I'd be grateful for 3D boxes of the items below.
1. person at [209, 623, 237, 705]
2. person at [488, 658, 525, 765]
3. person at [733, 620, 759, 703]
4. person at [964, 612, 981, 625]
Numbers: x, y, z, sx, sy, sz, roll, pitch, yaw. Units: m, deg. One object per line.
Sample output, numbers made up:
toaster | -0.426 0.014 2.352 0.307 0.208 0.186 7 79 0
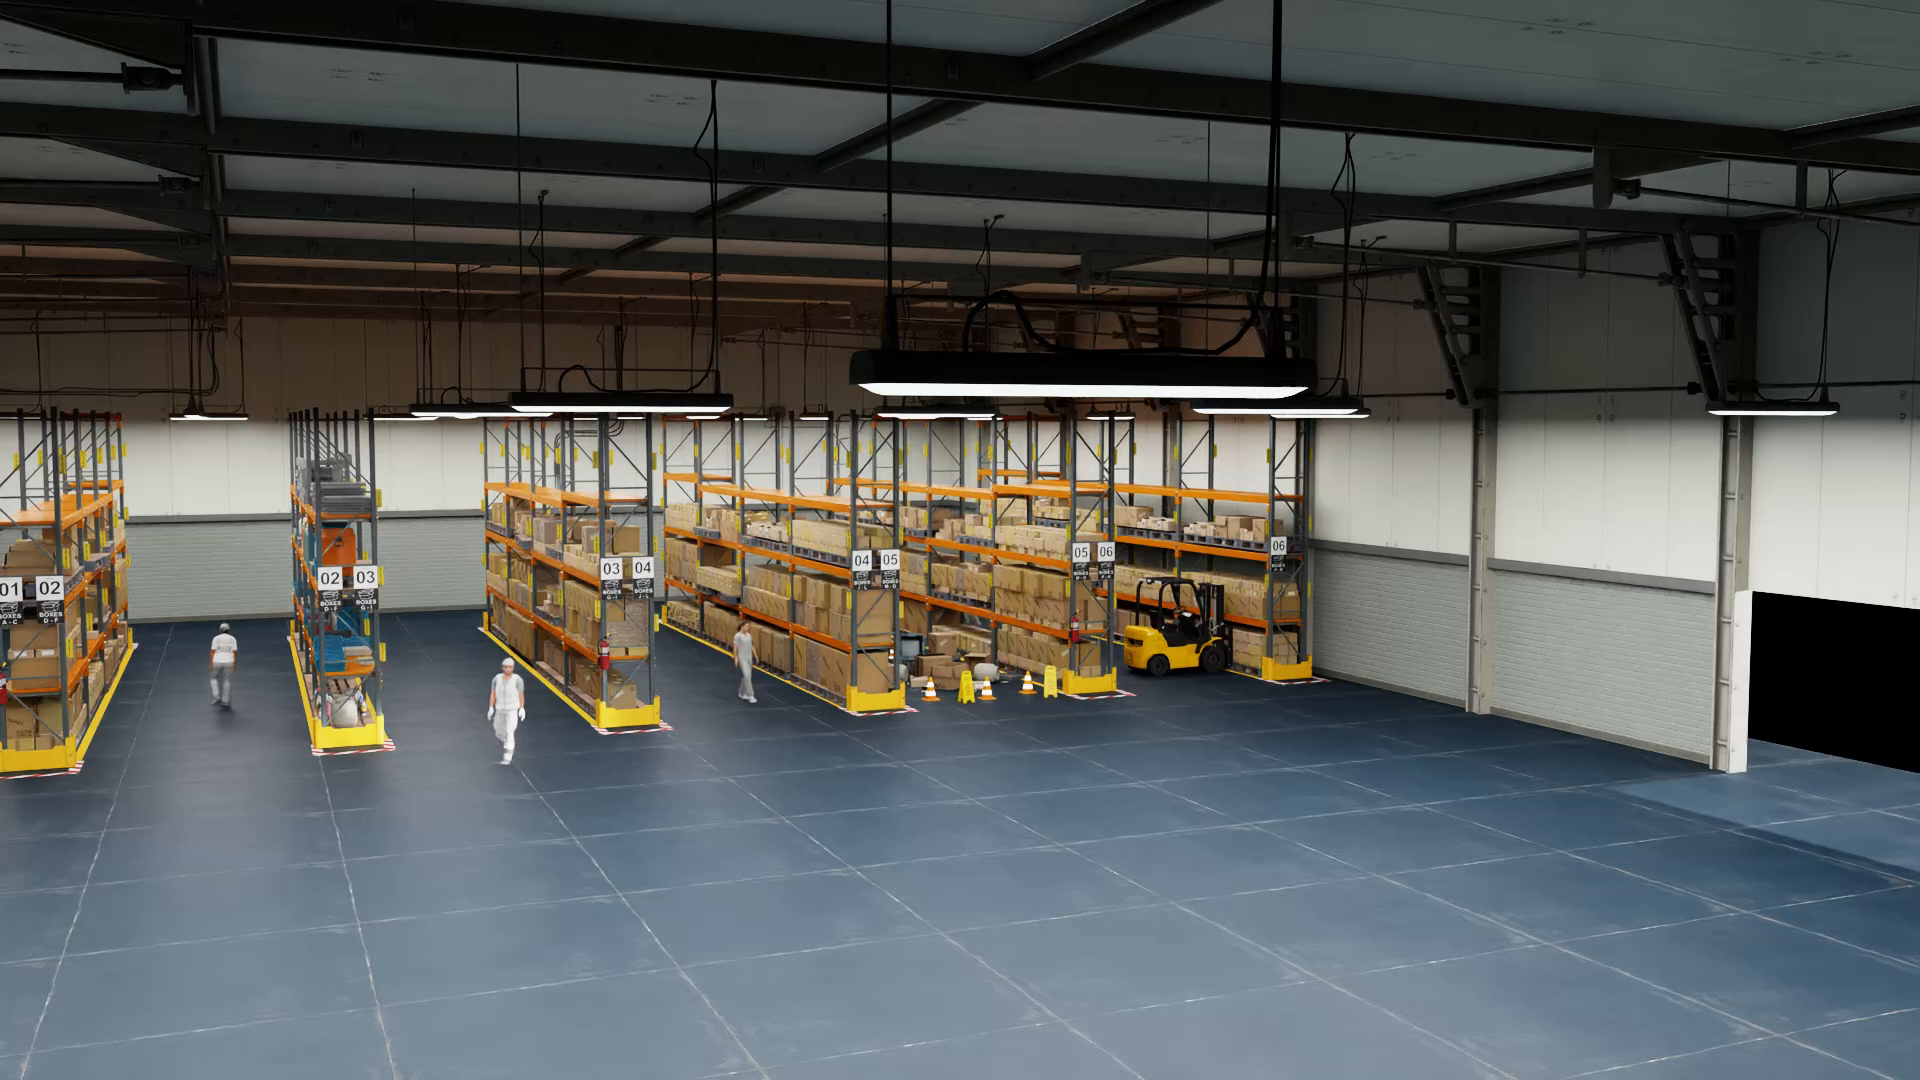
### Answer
person | -14.958 2.523 33.740 0.551 1.664 0.428 -2 4 -25
person | -7.647 2.864 28.059 0.604 1.771 0.879 0 4 3
person | -4.375 2.497 34.430 0.773 1.681 0.465 3 5 40
person | 0.235 1.577 45.303 0.598 1.474 0.661 -2 5 -31
